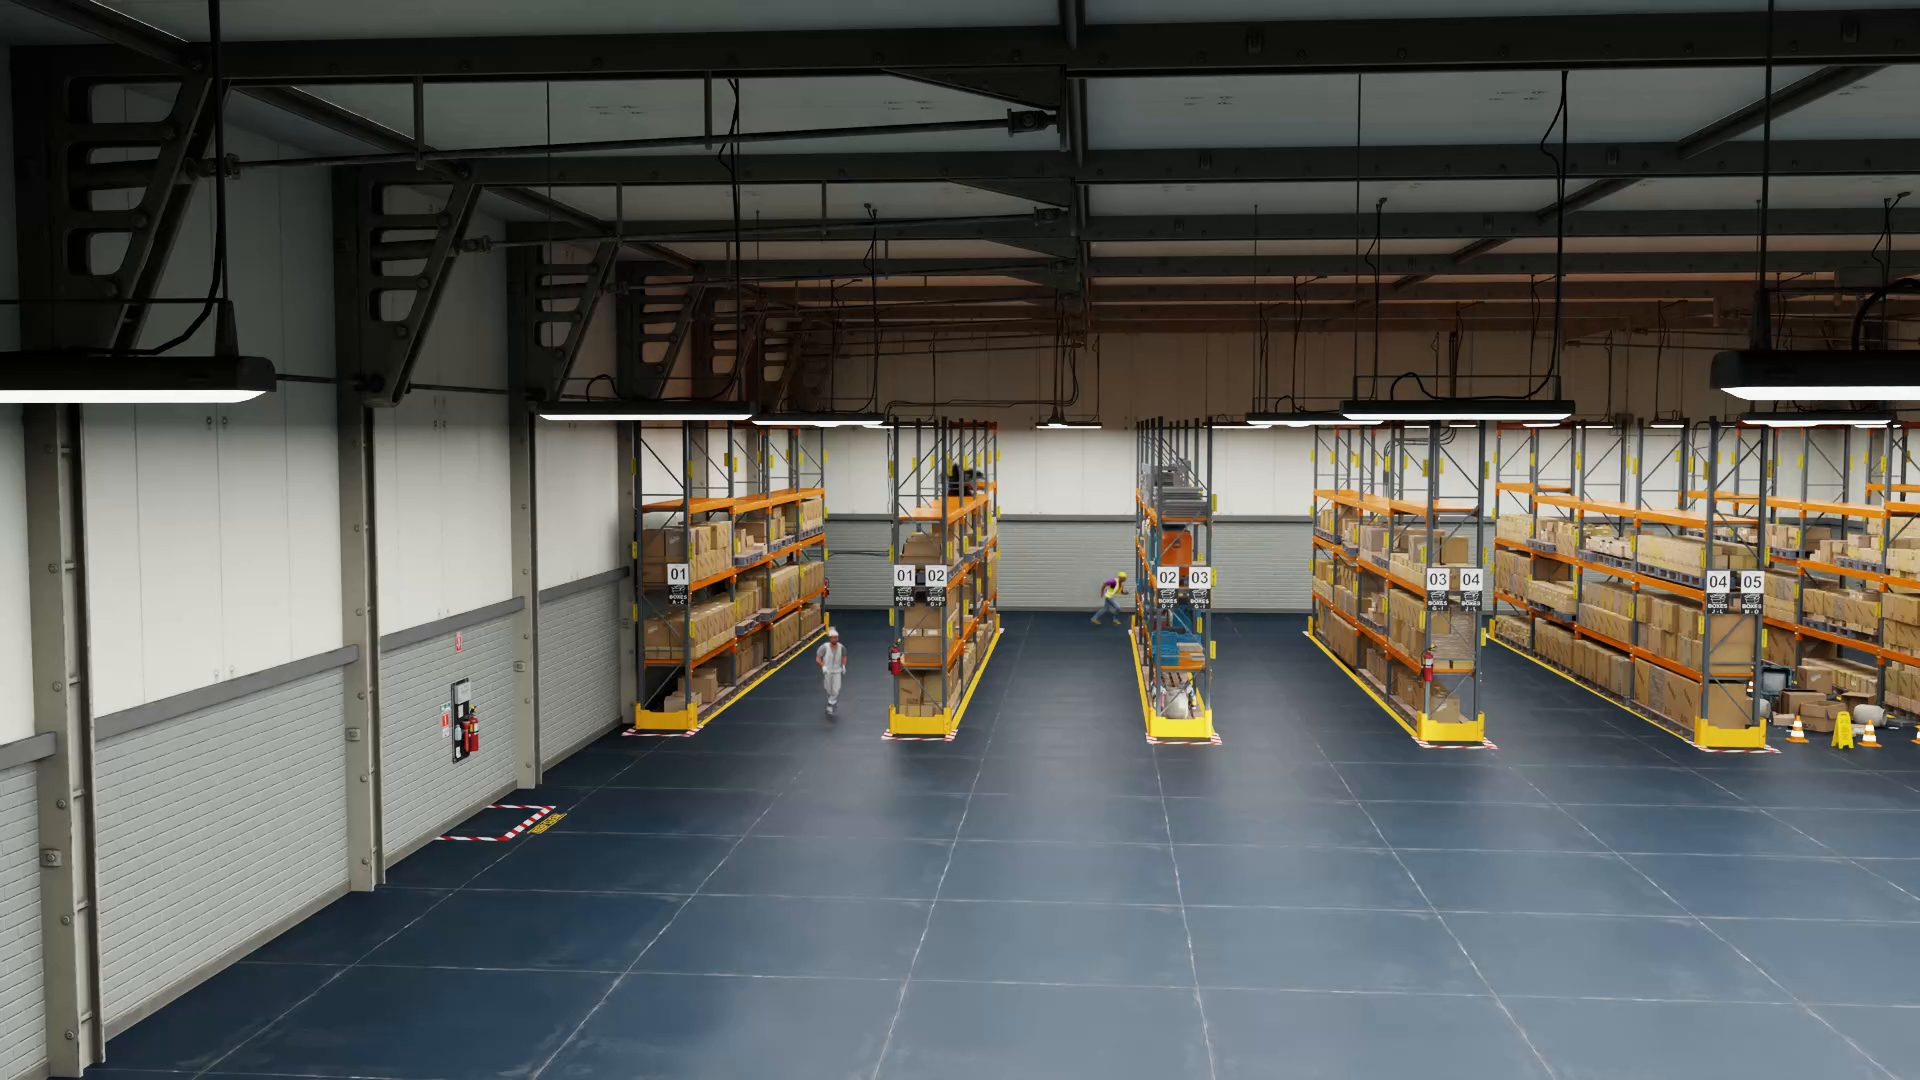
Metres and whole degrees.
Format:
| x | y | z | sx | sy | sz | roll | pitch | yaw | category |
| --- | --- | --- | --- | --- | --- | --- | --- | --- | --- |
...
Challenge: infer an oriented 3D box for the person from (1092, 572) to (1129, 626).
| x | y | z | sx | sy | sz | roll | pitch | yaw | category |
| --- | --- | --- | --- | --- | --- | --- | --- | --- | --- |
| 4.428 | 1.715 | 48.908 | 1.103 | 1.583 | 0.707 | 2 | 4 | 24 | person |

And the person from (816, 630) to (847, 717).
| x | y | z | sx | sy | sz | roll | pitch | yaw | category |
| --- | --- | --- | --- | --- | --- | --- | --- | --- | --- |
| -2.603 | 2.669 | 33.616 | 0.644 | 1.735 | 0.676 | -1 | 4 | -12 | person |
